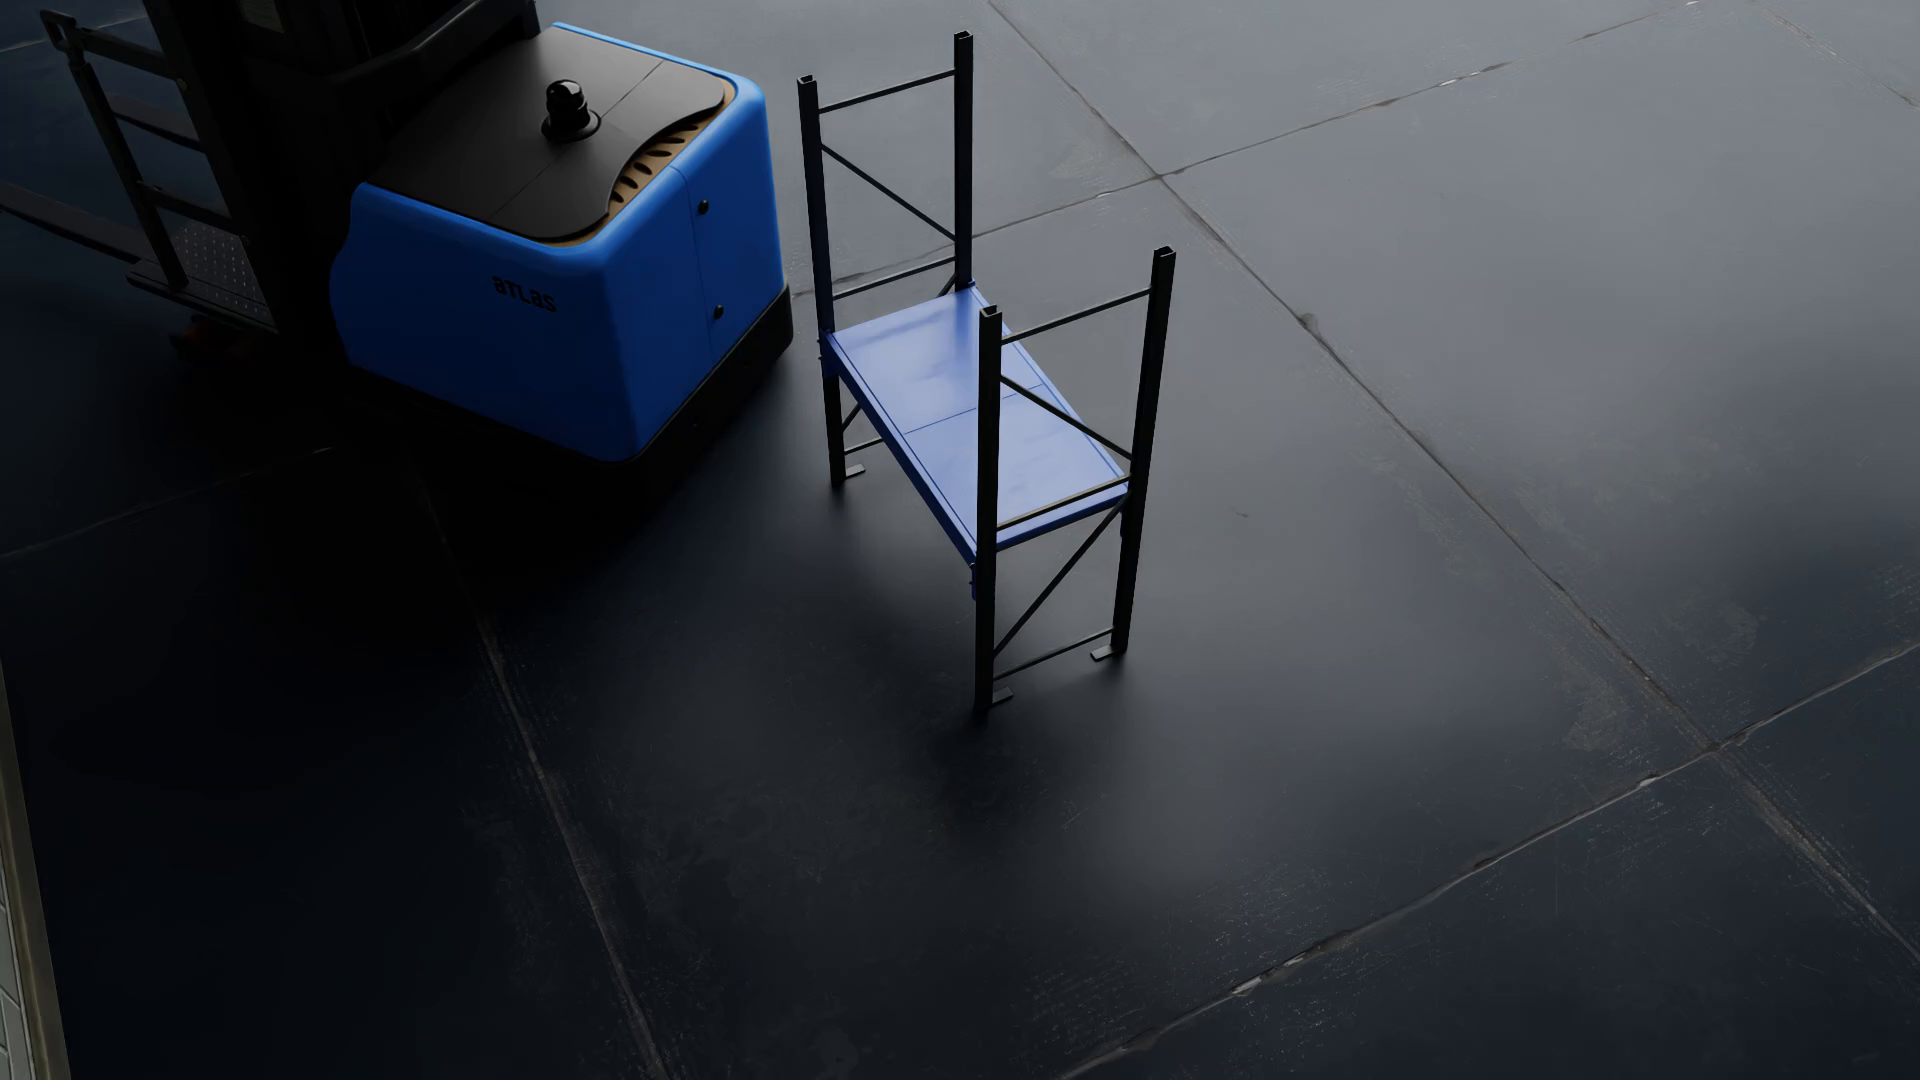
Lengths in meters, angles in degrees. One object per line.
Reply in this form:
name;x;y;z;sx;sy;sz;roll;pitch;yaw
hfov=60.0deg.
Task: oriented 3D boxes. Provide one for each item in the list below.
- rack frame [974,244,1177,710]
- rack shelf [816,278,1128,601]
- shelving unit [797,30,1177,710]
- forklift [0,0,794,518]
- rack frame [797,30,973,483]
rack frame;0.272;-0.096;4.338;0.500;1.500;0.032;-21;52;-18
rack shelf;0.039;-0.318;4.771;0.538;0.185;1.000;-21;52;-18
shelving unit;0.039;-0.437;4.636;0.538;1.500;1.048;-21;52;-18
forklift;-2.130;-1.821;4.895;3.031;2.935;1.130;21;52;17
rack frame;-0.194;-0.777;4.933;0.500;1.500;0.032;-21;52;-18
